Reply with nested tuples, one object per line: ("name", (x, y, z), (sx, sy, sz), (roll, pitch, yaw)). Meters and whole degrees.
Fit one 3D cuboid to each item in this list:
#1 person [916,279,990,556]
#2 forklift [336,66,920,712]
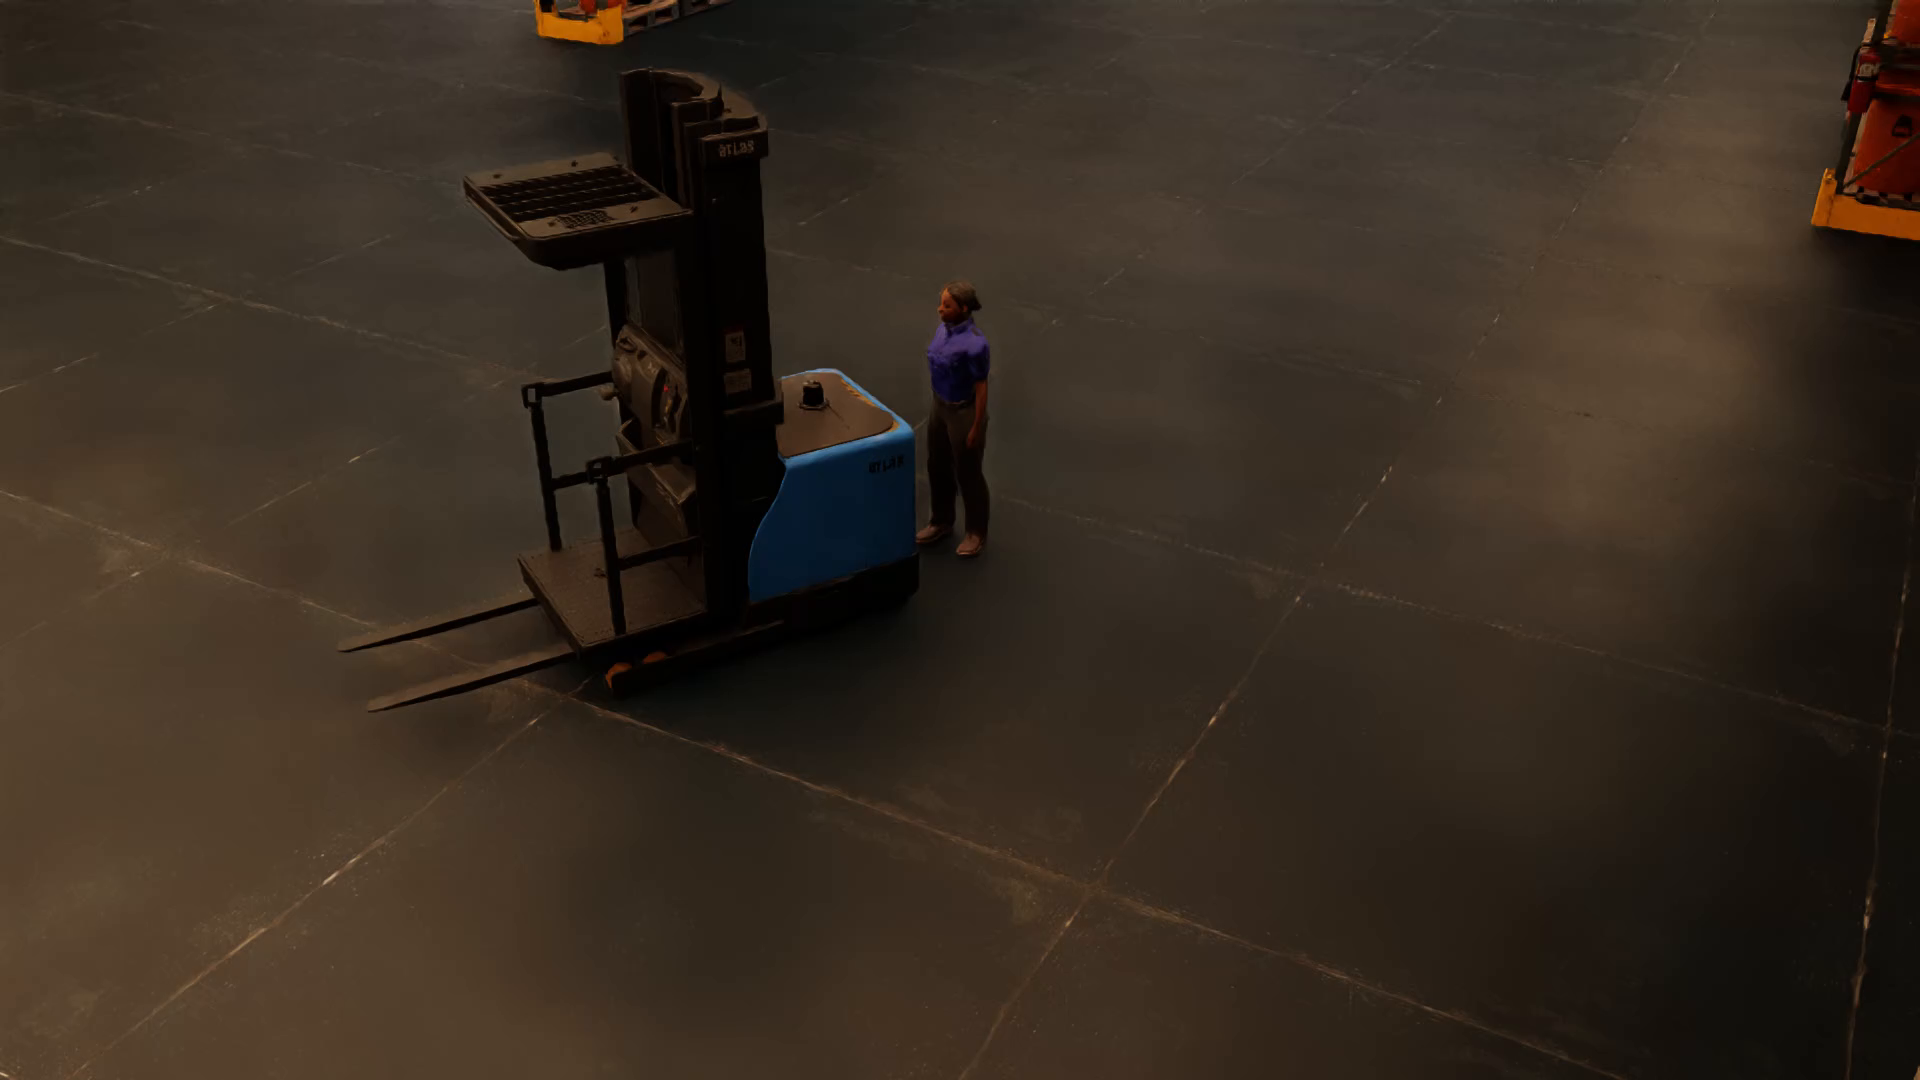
("person", (-0.039, -0.700, 9.563), (0.417, 1.661, 0.439), (-16, 34, -26))
("forklift", (-1.759, -0.771, 8.407), (3.031, 2.935, 1.130), (-17, 34, -26))
